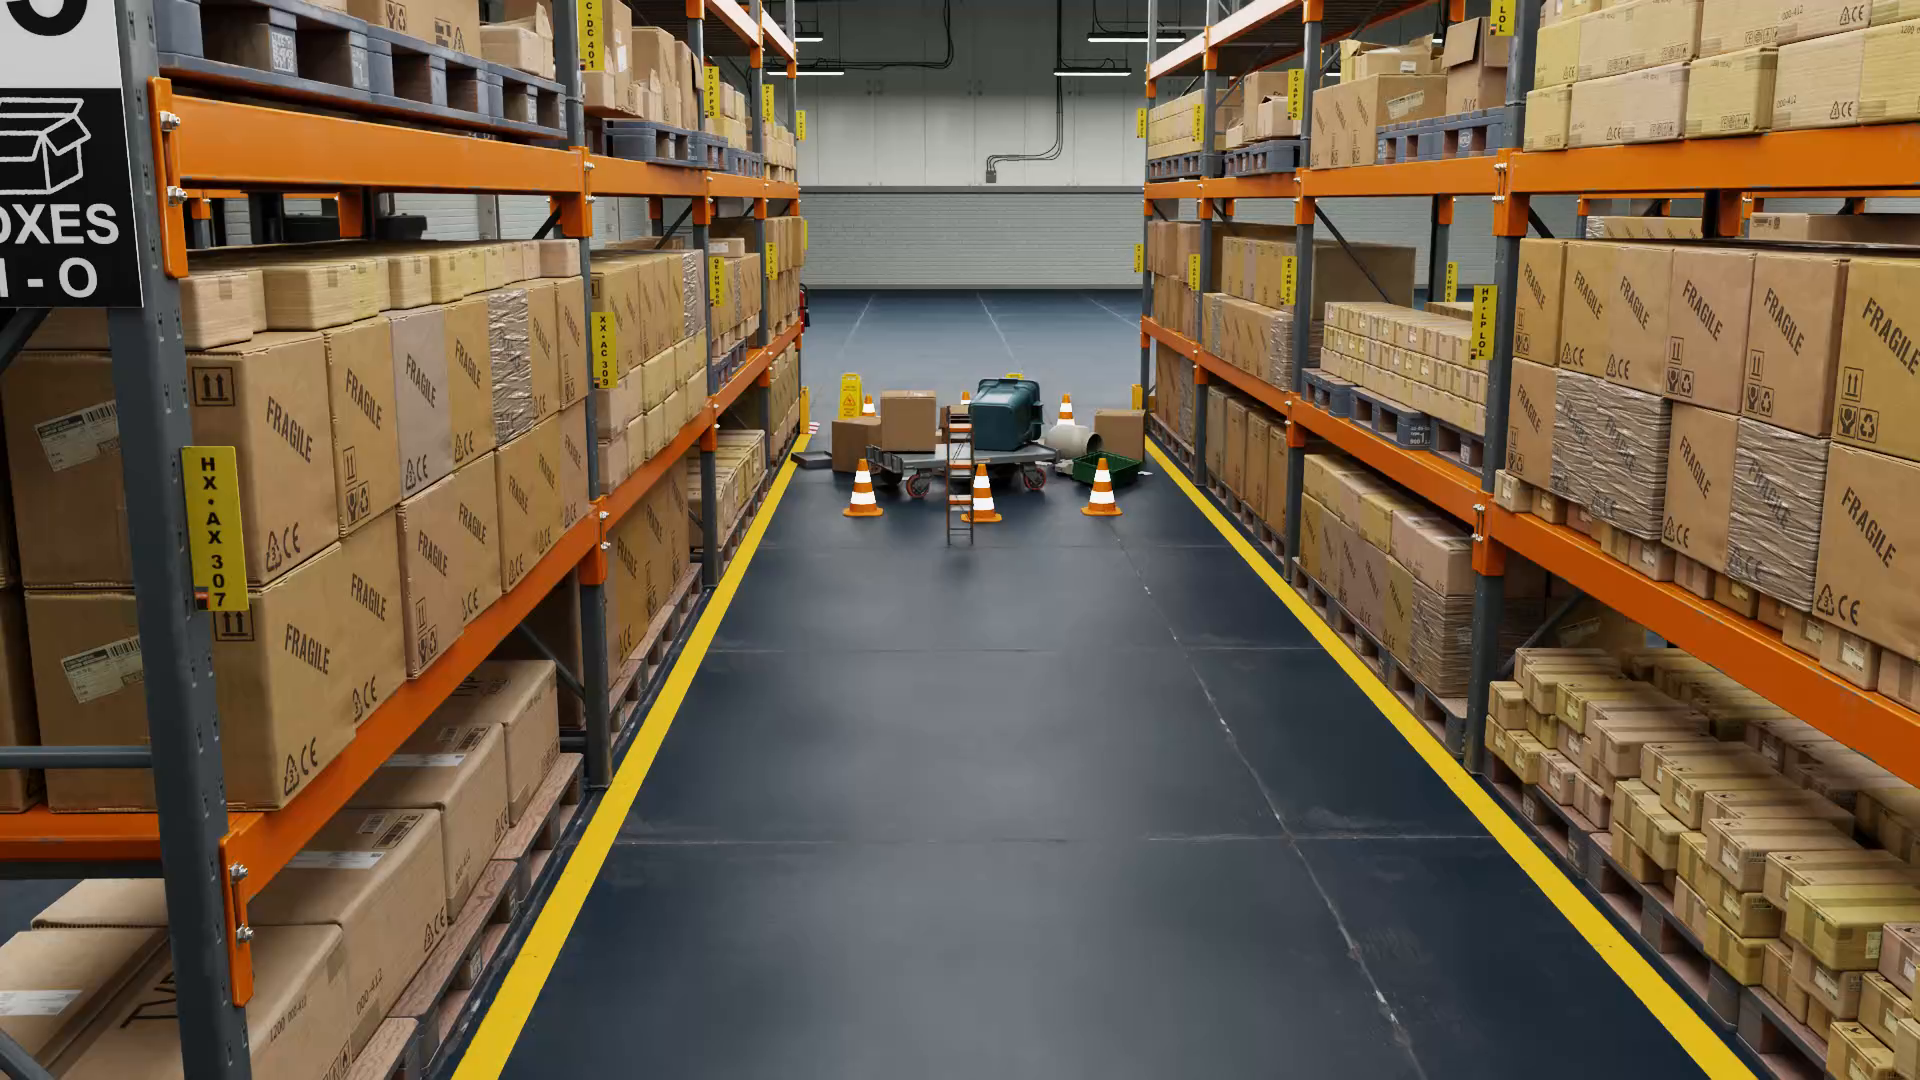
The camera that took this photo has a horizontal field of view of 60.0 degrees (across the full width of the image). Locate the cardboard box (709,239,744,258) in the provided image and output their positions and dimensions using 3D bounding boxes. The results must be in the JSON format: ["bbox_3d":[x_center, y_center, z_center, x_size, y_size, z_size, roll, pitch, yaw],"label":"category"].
[{"bbox_3d":[-1.962,-2.378,13.549,0.380,0.149,0.250,-1,11,-4],"label":"cardboard box"}]

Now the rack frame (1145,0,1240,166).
[{"bbox_3d":[2.611,-5.717,18.608,1.000,3.000,0.127,0,11,-1],"label":"rack frame"}]

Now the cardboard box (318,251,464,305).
[{"bbox_3d":[-1.726,-0.793,5.028,0.380,0.149,0.250,-1,11,-3],"label":"cardboard box"}]

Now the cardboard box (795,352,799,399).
[{"bbox_3d":[-2.059,-1.804,18.383,0.500,0.500,0.500,0,11,-1],"label":"cardboard box"}]

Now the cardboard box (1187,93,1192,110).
[{"bbox_3d":[2.358,-4.146,15.727,0.380,0.149,0.250,0,11,-1],"label":"cardboard box"}]

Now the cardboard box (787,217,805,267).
[{"bbox_3d":[-1.991,-3.119,17.377,0.700,0.500,0.500,0,11,-2],"label":"cardboard box"}]

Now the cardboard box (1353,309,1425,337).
[{"bbox_3d":[2.606,-1.314,10.070,0.380,0.149,0.250,-1,11,-4],"label":"cardboard box"}]

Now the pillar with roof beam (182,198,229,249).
[{"bbox_3d":[-3.881,-5.531,17.691,9.100,9.000,0.400,0,11,-1],"label":"pillar with roof beam"}]

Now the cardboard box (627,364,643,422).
[{"bbox_3d":[-1.854,-0.715,8.160,0.500,0.250,0.500,0,11,0],"label":"cardboard box"}]

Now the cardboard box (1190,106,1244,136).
[{"bbox_3d":[2.427,-3.876,15.398,0.500,0.250,0.500,0,11,-2],"label":"cardboard box"}]

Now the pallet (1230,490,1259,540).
[{"bbox_3d":[2.813,-0.219,13.610,1.003,0.211,1.213,0,11,-1],"label":"pallet"}]

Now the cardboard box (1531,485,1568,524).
[{"bbox_3d":[2.617,-0.160,6.936,0.380,0.149,0.250,0,11,1],"label":"cardboard box"}]

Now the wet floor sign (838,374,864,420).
[{"bbox_3d":[-1.270,-1.625,19.447,0.267,0.644,0.232,4,12,18],"label":"wet floor sign"}]

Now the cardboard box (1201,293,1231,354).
[{"bbox_3d":[2.435,-1.926,14.755,0.500,0.500,0.500,0,11,-1],"label":"cardboard box"}]

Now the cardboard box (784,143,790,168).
[{"bbox_3d":[-2.031,-3.976,17.195,0.500,0.250,0.500,0,11,0],"label":"cardboard box"}]

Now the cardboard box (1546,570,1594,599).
[{"bbox_3d":[3.108,0.112,8.308,0.500,0.250,0.500,-1,11,-4],"label":"cardboard box"}]

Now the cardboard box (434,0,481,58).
[{"bbox_3d":[-2.028,-1.859,5.566,0.797,0.503,0.637,1,11,3],"label":"cardboard box"}]

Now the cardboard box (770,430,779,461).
[{"bbox_3d":[-1.995,-0.918,15.901,0.500,0.250,0.500,-1,11,-4],"label":"cardboard box"}]

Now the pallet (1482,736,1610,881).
[{"bbox_3d":[2.908,1.108,7.067,1.003,0.211,1.213,0,11,-1],"label":"pallet"}]

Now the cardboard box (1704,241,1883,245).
[{"bbox_3d":[3.155,-0.882,6.346,0.500,0.500,0.500,-1,11,-3],"label":"cardboard box"}]

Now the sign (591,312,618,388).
[{"bbox_3d":[-1.533,-0.817,7.166,0.100,0.325,0.005,0,11,-1],"label":"sign"}]

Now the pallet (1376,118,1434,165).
[{"bbox_3d":[2.928,-2.099,8.790,1.213,0.211,1.003,0,11,-1],"label":"pallet"}]

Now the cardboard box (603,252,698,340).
[{"bbox_3d":[-1.880,-1.482,10.054,0.500,0.500,0.500,0,11,0],"label":"cardboard box"}]

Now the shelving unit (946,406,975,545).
[{"bbox_3d":[0.001,-0.504,12.902,0.215,1.050,0.252,0,11,-1],"label":"shelving unit"}]

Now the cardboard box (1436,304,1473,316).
[{"bbox_3d":[3.248,-1.416,10.573,0.380,0.149,0.250,0,11,-2],"label":"cardboard box"}]

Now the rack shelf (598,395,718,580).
[{"bbox_3d":[-2.129,-0.397,9.279,1.077,0.370,4.000,0,11,-1],"label":"rack shelf"}]

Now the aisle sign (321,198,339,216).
[{"bbox_3d":[-7.006,-4.004,18.713,0.394,0.787,0.004,0,11,-1],"label":"aisle sign"}]

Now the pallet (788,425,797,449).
[{"bbox_3d":[-2.353,-1.194,18.411,1.003,0.211,1.213,0,11,-1],"label":"pallet"}]

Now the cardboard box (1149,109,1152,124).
[{"bbox_3d":[2.300,-4.702,18.467,0.380,0.149,0.250,0,11,-1],"label":"cardboard box"}]

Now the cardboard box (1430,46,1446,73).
[{"bbox_3d":[3.070,-2.900,10.088,0.396,0.266,0.258,0,11,-1],"label":"cardboard box"}]

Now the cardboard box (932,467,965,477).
[{"bbox_3d":[-0.124,-0.773,16.200,0.258,0.266,0.396,-10,15,-40],"label":"cardboard box"}]

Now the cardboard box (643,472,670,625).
[{"bbox_3d":[-2.225,0.004,9.784,0.875,0.875,0.875,0,11,0],"label":"cardboard box"}]

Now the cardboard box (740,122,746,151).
[{"bbox_3d":[-2.096,-3.429,14.192,0.500,0.250,0.500,0,11,-2],"label":"cardboard box"}]

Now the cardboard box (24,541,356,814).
[{"bbox_3d":[-1.728,0.298,3.794,0.500,0.500,0.500,0,11,-2],"label":"cardboard box"}]

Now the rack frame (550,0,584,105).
[{"bbox_3d":[-2.088,-3.292,6.651,1.000,3.000,0.127,0,11,-1],"label":"rack frame"}]

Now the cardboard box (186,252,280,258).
[{"bbox_3d":[-2.281,-0.789,5.009,0.380,0.149,0.250,0,11,1],"label":"cardboard box"}]

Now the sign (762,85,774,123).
[{"bbox_3d":[-1.698,-3.861,14.712,0.100,0.325,0.005,0,11,-1],"label":"sign"}]

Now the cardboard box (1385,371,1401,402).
[{"bbox_3d":[2.617,-0.865,9.353,0.380,0.149,0.250,-1,11,-3],"label":"cardboard box"}]

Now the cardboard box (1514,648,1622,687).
[{"bbox_3d":[2.659,0.577,7.287,0.380,0.149,0.250,0,11,1],"label":"cardboard box"}]

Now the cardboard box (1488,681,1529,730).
[{"bbox_3d":[2.547,0.727,7.297,0.380,0.149,0.250,0,11,1],"label":"cardboard box"}]

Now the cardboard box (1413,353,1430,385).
[{"bbox_3d":[2.630,-0.906,8.810,0.380,0.149,0.250,-1,11,-4],"label":"cardboard box"}]

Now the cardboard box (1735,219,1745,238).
[{"bbox_3d":[7.370,-2.756,15.583,0.500,0.500,0.500,0,11,-1],"label":"cardboard box"}]

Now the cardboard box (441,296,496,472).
[{"bbox_3d":[-1.778,-0.496,5.194,0.500,0.500,0.500,0,11,-1],"label":"cardboard box"}]

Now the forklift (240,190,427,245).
[{"bbox_3d":[-4.767,-1.480,12.983,1.130,2.935,3.031,0,11,-2],"label":"forklift"}]

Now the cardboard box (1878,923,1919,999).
[{"bbox_3d":[2.730,1.149,4.471,0.380,0.149,0.250,0,11,0],"label":"cardboard box"}]

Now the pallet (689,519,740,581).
[{"bbox_3d":[-2.185,0.065,12.210,1.003,0.211,1.213,0,11,-1],"label":"pallet"}]

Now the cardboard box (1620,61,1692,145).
[{"bbox_3d":[2.615,-1.492,5.703,0.500,0.250,0.500,0,11,1],"label":"cardboard box"}]

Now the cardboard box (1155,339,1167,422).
[{"bbox_3d":[2.691,-1.807,18.711,0.875,0.875,0.875,0,11,-1],"label":"cardboard box"}]

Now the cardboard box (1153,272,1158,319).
[{"bbox_3d":[2.664,-2.777,18.827,0.875,0.550,0.550,0,11,-1],"label":"cardboard box"}]

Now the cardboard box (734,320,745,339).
[{"bbox_3d":[-1.960,-1.720,13.571,0.380,0.149,0.250,0,11,-1],"label":"cardboard box"}]

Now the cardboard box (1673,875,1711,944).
[{"bbox_3d":[2.625,1.233,5.550,0.380,0.149,0.250,0,11,0],"label":"cardboard box"}]

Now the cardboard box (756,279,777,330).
[{"bbox_3d":[-1.984,-2.225,15.483,0.500,0.500,0.500,0,11,-1],"label":"cardboard box"}]

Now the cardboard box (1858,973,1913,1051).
[{"bbox_3d":[2.694,1.293,4.508,0.380,0.149,0.250,-1,11,-2],"label":"cardboard box"}]

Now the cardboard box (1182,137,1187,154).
[{"bbox_3d":[2.349,-3.807,16.061,0.380,0.149,0.250,0,11,-1],"label":"cardboard box"}]

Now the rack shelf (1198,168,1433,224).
[{"bbox_3d":[2.735,-2.702,13.099,1.077,0.370,4.000,0,11,-1],"label":"rack shelf"}]
